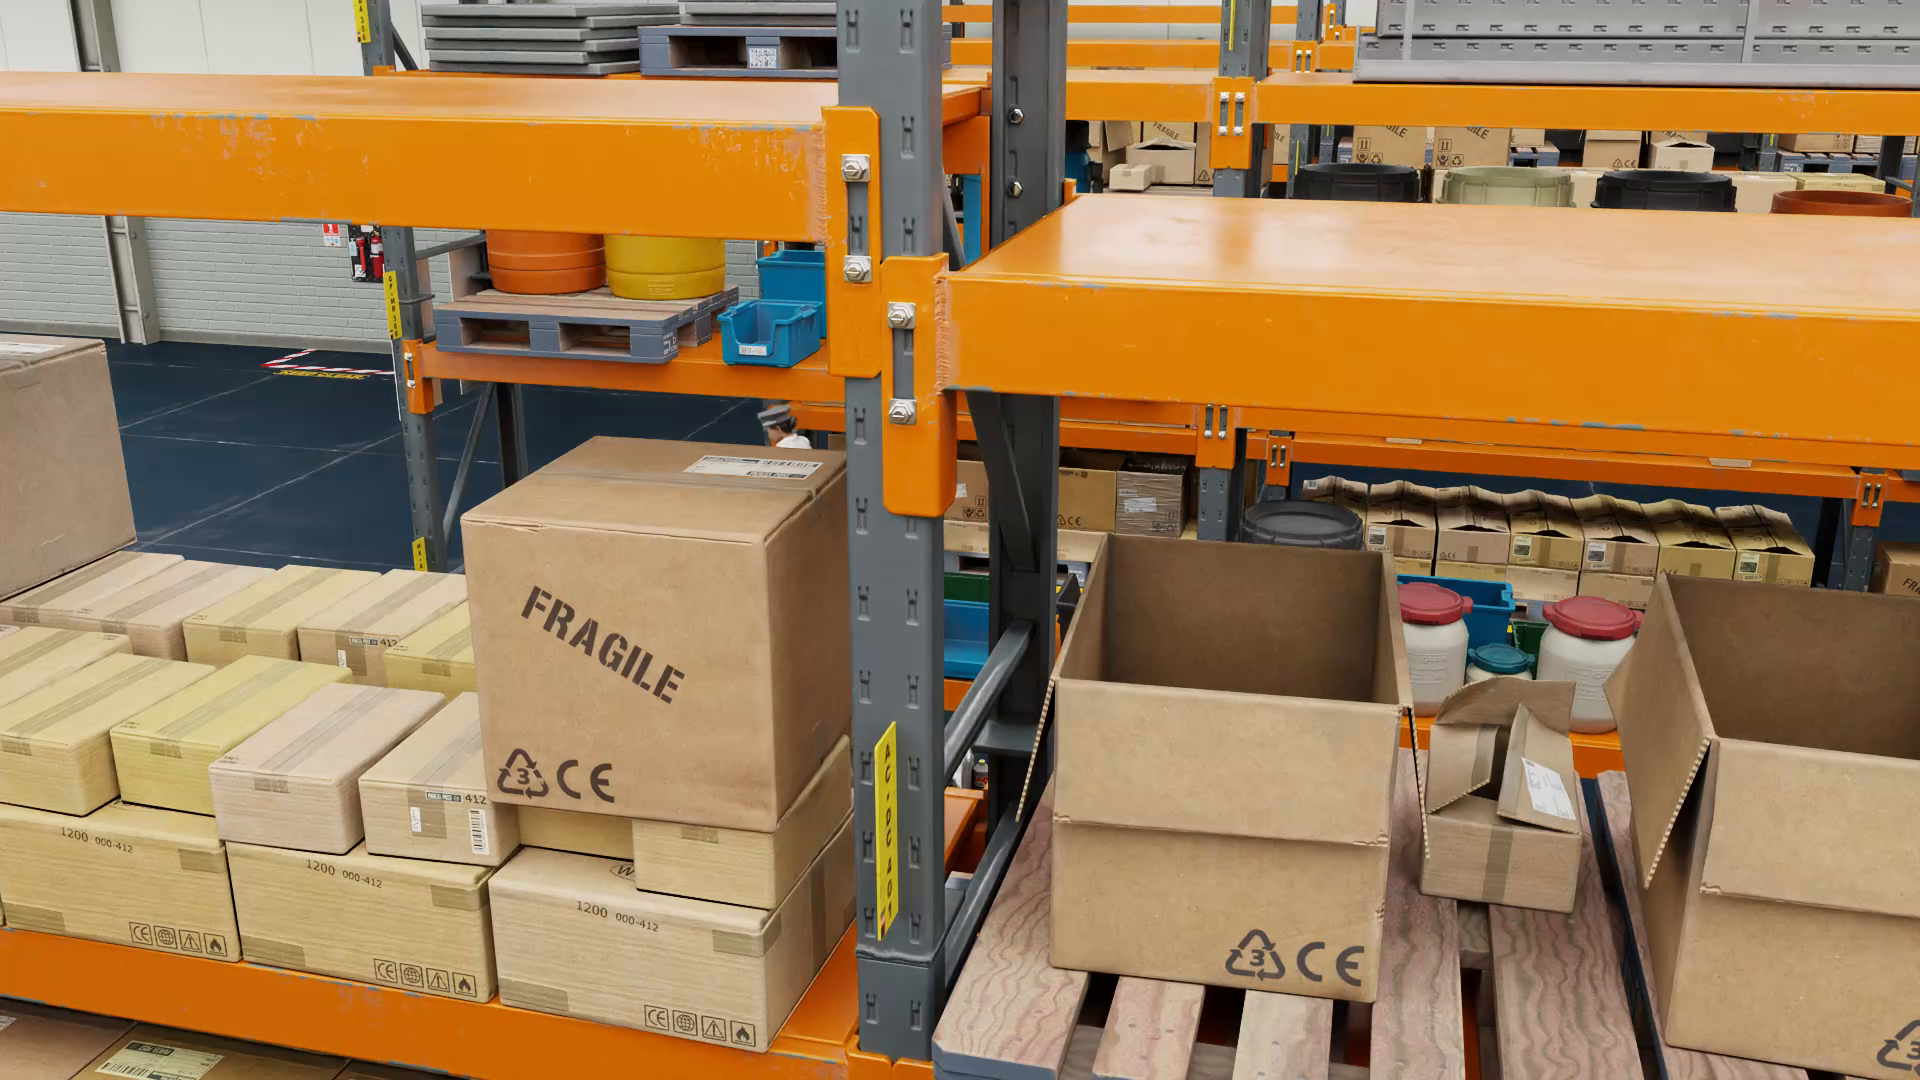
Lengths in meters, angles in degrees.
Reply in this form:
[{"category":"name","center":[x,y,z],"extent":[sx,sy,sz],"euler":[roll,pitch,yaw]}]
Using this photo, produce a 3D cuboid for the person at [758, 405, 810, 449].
[{"category":"person","center":[-1.251,-0.168,12.108],"extent":[0.396,1.648,0.488],"euler":[5,19,15]}]
